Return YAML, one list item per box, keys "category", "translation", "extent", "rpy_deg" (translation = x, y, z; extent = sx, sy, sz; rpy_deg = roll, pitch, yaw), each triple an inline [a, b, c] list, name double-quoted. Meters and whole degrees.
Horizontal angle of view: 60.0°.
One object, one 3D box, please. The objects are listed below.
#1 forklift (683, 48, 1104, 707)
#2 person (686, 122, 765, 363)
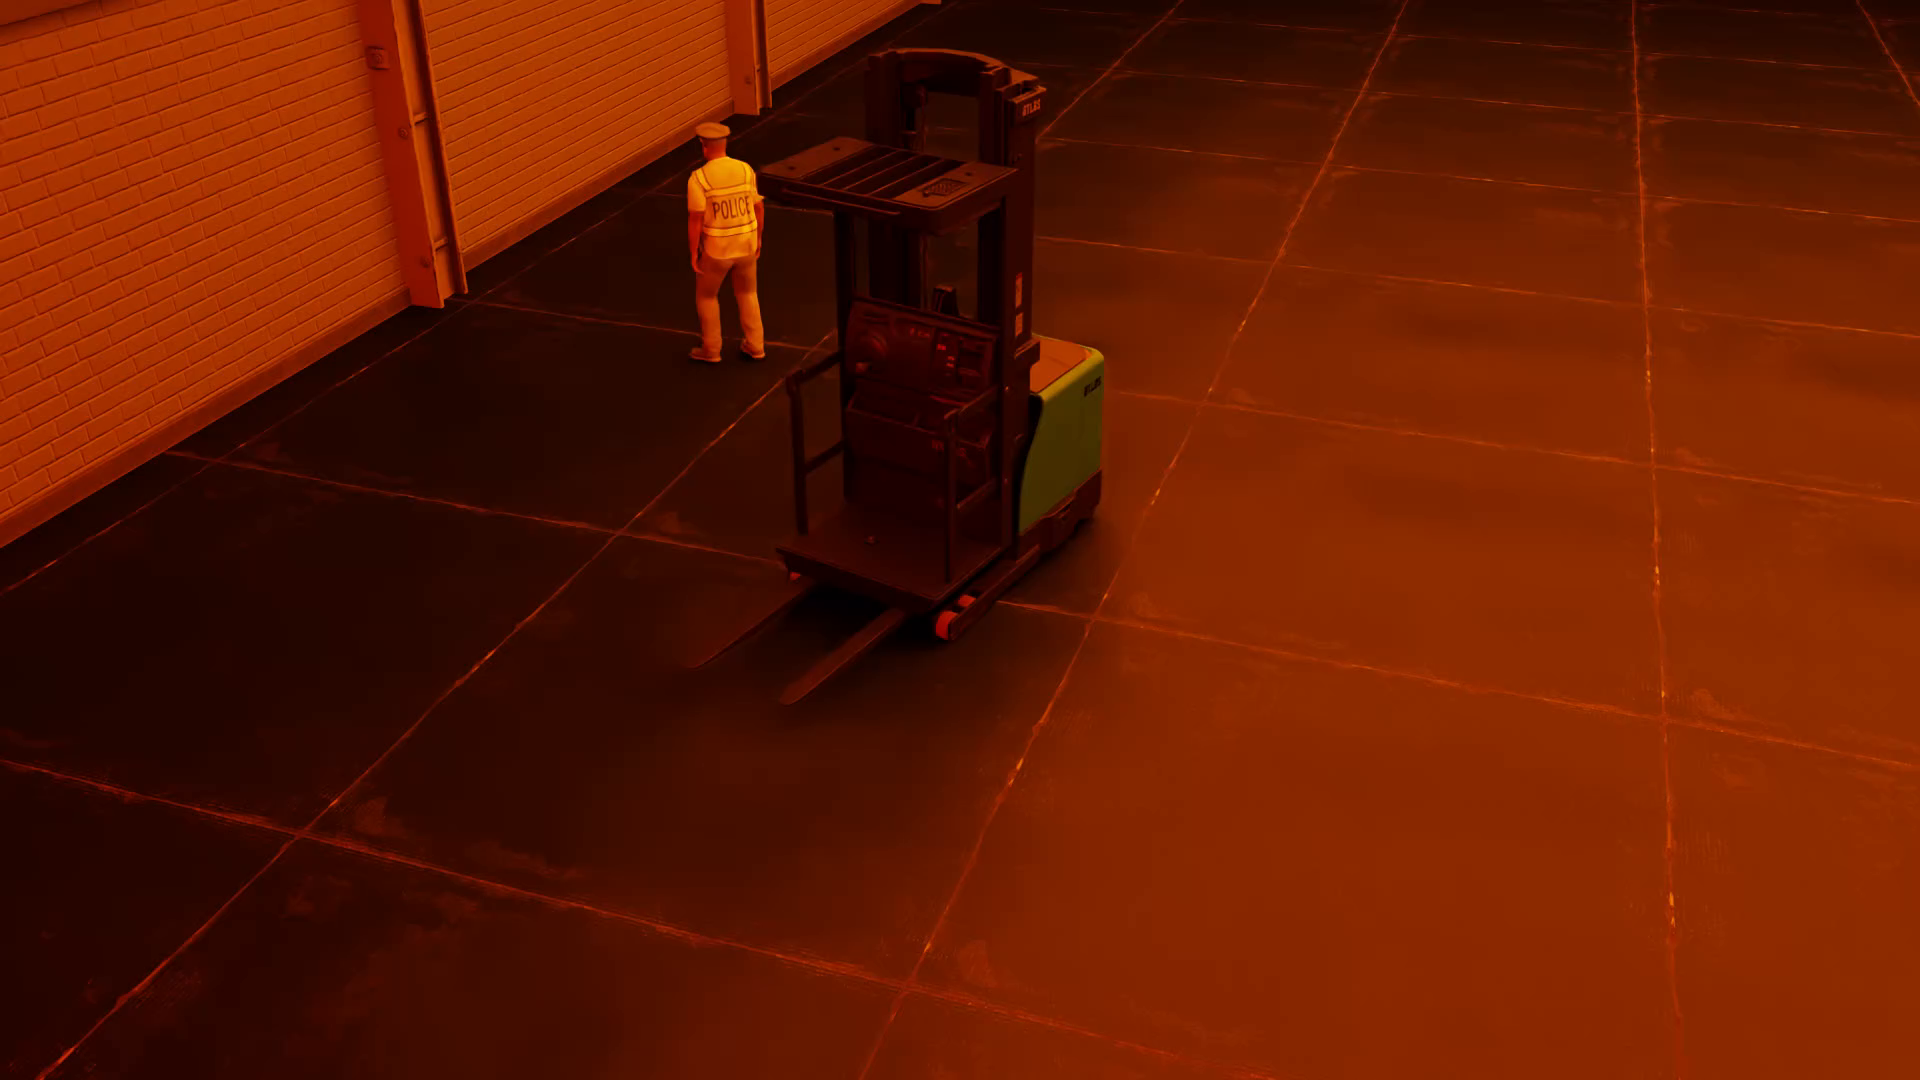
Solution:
- category: "forklift"
  translation: [-0.332, -0.983, 8.860]
  extent: [1.130, 2.935, 3.031]
  rpy_deg: [17, 34, 28]
- category: "person"
  translation: [-1.708, -2.133, 12.092]
  extent: [0.600, 1.762, 0.478]
  rpy_deg: [-16, 33, -26]
